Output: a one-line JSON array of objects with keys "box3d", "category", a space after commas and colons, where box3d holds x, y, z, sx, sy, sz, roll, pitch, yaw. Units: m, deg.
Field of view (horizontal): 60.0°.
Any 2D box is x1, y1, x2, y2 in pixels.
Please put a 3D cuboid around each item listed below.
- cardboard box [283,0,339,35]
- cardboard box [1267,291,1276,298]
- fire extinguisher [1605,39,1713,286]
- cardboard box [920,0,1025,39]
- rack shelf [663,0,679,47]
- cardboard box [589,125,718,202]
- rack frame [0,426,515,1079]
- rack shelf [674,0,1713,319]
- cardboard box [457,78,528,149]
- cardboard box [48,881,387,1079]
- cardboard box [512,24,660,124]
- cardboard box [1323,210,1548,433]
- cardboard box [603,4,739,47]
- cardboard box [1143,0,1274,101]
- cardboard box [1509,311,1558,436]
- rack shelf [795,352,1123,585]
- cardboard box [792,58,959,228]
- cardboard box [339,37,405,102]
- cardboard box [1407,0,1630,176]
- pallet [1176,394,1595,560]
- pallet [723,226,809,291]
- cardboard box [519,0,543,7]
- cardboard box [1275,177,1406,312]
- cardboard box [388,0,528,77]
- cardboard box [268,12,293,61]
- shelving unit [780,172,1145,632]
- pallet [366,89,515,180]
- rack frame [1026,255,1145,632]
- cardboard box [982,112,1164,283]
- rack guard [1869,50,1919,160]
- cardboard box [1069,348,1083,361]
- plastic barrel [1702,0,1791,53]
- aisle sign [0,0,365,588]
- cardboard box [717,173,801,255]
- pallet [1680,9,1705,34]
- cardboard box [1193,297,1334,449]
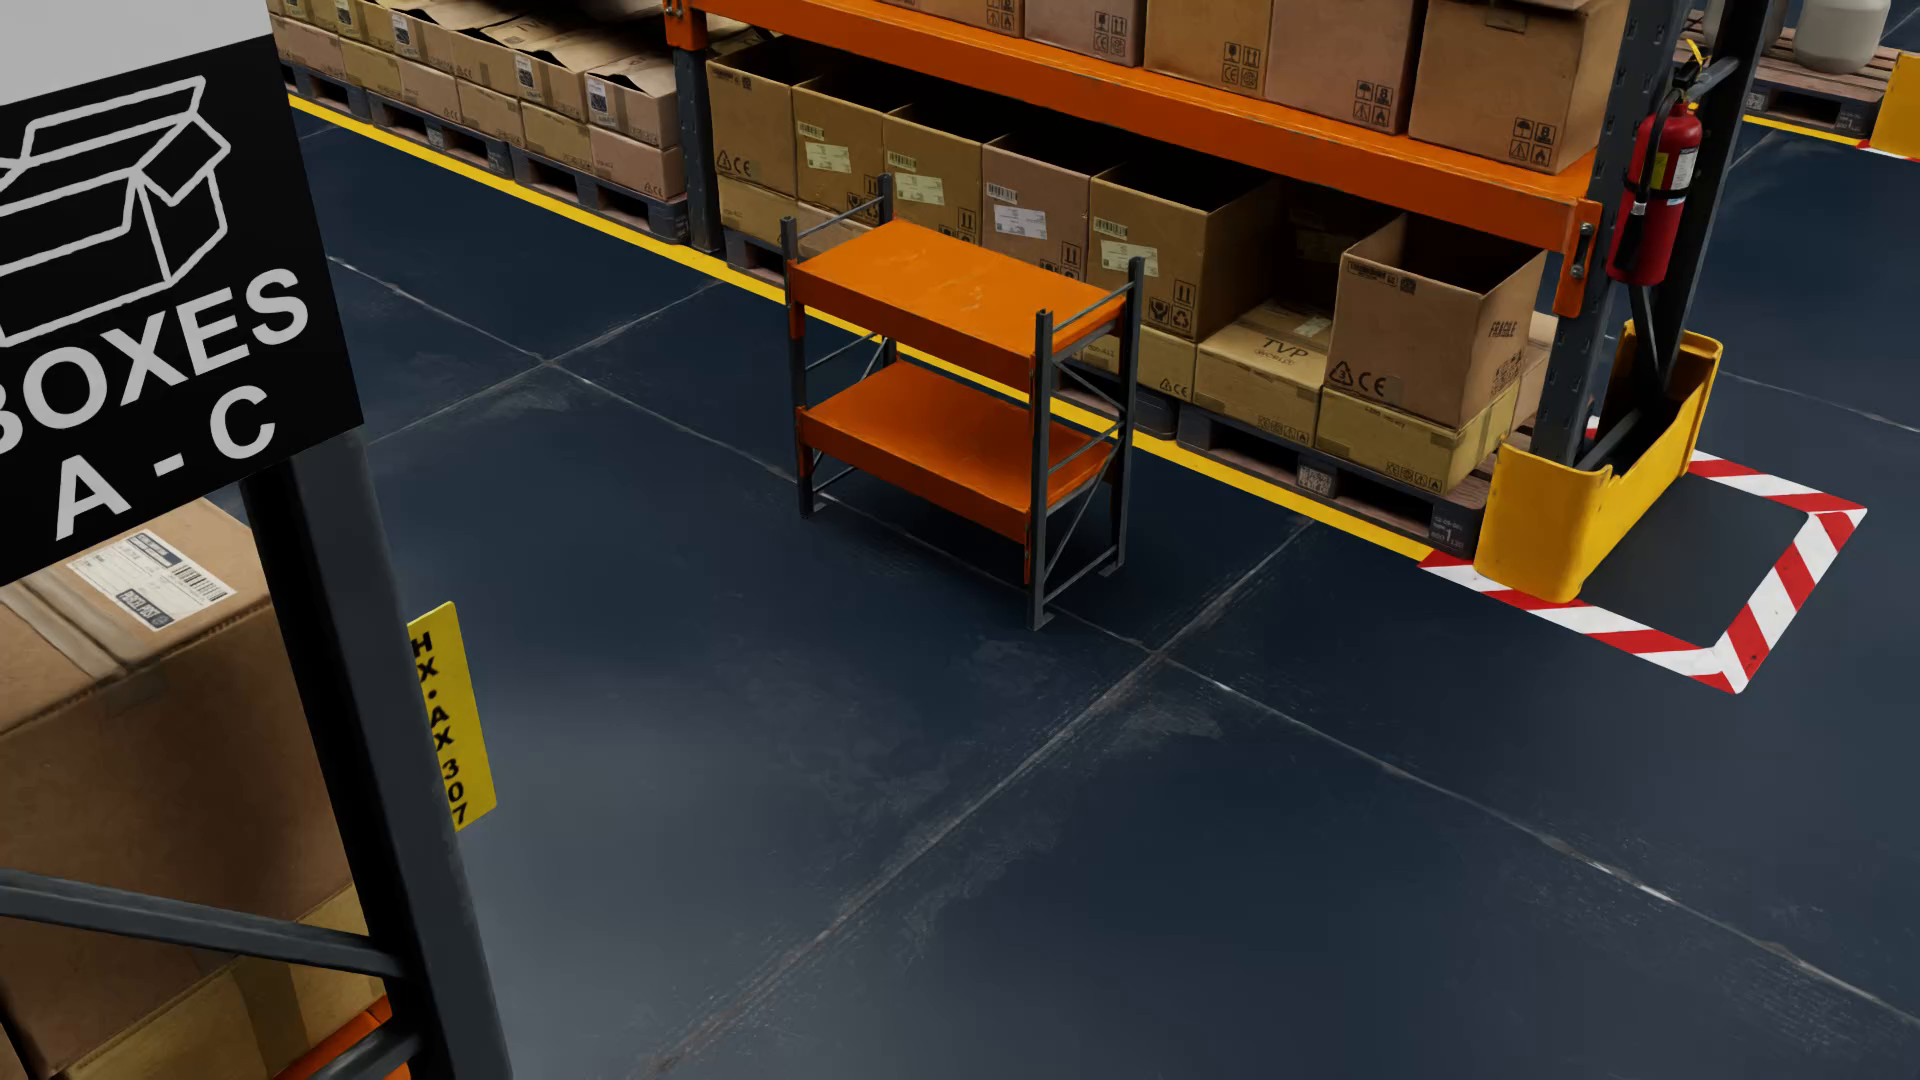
[{"box3d": [-3.330, -3.002, 9.033, 0.500, 0.311, 0.500, 24, 41, 31], "category": "cardboard box"}, {"box3d": [1.154, -1.029, 6.656, 0.500, 0.250, 0.500, 25, 42, 32], "category": "cardboard box"}, {"box3d": [1.988, -1.060, 4.713, 0.183, 0.674, 0.296, 25, 42, 32], "category": "fire extinguisher"}, {"box3d": [0.258, -2.298, 6.358, 0.500, 0.500, 0.700, 26, 42, 32], "category": "cardboard box"}, {"box3d": [-2.417, -3.214, 8.416, 4.000, 0.370, 1.077, 25, 42, 32], "category": "rack shelf"}, {"box3d": [-1.384, -1.850, 7.852, 0.500, 0.250, 0.500, 25, 42, 31], "category": "cardboard box"}, {"box3d": [-0.970, 0.818, 1.909, 0.053, 2.616, 0.949, 25, 42, 32], "category": "rack frame"}, {"box3d": [0.657, -1.765, 6.306, 4.000, 0.370, 1.077, 25, 42, 32], "category": "rack shelf"}, {"box3d": [-2.165, -2.219, 8.389, 0.500, 0.250, 0.500, 26, 42, 33], "category": "cardboard box"}, {"box3d": [-1.144, 0.558, 2.402, 0.500, 0.250, 0.500, 24, 41, 31], "category": "cardboard box"}, {"box3d": [-1.779, -2.264, 7.960, 0.500, 0.311, 0.500, 27, 42, 33], "category": "cardboard box"}, {"box3d": [1.592, -0.751, 5.589, 0.500, 0.500, 0.500, 25, 42, 32], "category": "cardboard box"}, {"box3d": [-1.420, -2.498, 8.301, 0.500, 0.311, 0.500, 25, 42, 31], "category": "cardboard box"}, {"box3d": [1.059, -1.923, 5.813, 0.500, 0.500, 0.700, 26, 42, 32], "category": "cardboard box"}, {"box3d": [1.924, -0.668, 6.131, 0.500, 0.250, 0.500, 25, 42, 32], "category": "cardboard box"}, {"box3d": [-0.005, -0.265, 5.574, 1.000, 0.278, 0.538, 25, 42, 32], "category": "rack shelf"}, {"box3d": [-0.335, -1.653, 6.903, 0.500, 0.500, 0.500, 25, 42, 32], "category": "cardboard box"}, {"box3d": [-2.949, -2.590, 8.929, 0.500, 0.250, 0.500, 24, 41, 31], "category": "cardboard box"}, {"box3d": [1.844, -1.553, 5.273, 0.500, 0.500, 0.700, 25, 42, 32], "category": "cardboard box"}, {"box3d": [1.580, -0.446, 6.214, 1.213, 0.211, 1.003, 25, 42, 32], "category": "pallet"}, {"box3d": [-0.296, -1.330, 7.500, 1.213, 0.211, 1.003, 25, 42, 32], "category": "pallet"}, {"box3d": [-2.221, -2.871, 8.844, 0.500, 0.311, 0.500, 27, 42, 33], "category": "cardboard box"}, {"box3d": [1.539, -1.157, 6.181, 0.500, 0.500, 0.500, 25, 42, 32], "category": "cardboard box"}, {"box3d": [-2.544, -2.630, 8.492, 0.500, 0.311, 0.500, 25, 41, 31], "category": "cardboard box"}, {"box3d": [-3.739, -2.957, 9.464, 0.500, 0.250, 0.500, 25, 42, 32], "category": "cardboard box"}, {"box3d": [-0.005, -0.466, 5.435, 1.048, 1.125, 0.538, 25, 42, 32], "category": "shelving unit"}, {"box3d": [-2.413, -2.328, 8.954, 1.213, 0.211, 1.003, 25, 42, 32], "category": "pallet"}, {"box3d": [0.385, -0.282, 5.167, 0.032, 1.125, 0.500, 25, 42, 32], "category": "rack frame"}, {"box3d": [0.430, -1.288, 6.372, 0.500, 0.500, 0.500, 25, 42, 32], "category": "cardboard box"}, {"box3d": [5.278, -2.467, 8.901, 0.348, 0.500, 1.175, 25, 42, 32], "category": "rack guard"}, {"box3d": [0.432, -0.981, 6.586, 0.500, 0.250, 0.500, 25, 42, 32], "category": "cardboard box"}, {"box3d": [4.426, -3.025, 9.332, 0.421, 0.512, 0.421, 0, 34, 0], "category": "plastic barrel"}, {"box3d": [-0.725, -0.357, 1.323, 0.004, 0.787, 0.394, 25, 42, 32], "category": "aisle sign"}, {"box3d": [-0.718, -1.526, 7.380, 0.500, 0.250, 0.500, 25, 42, 32], "category": "cardboard box"}, {"box3d": [3.723, -3.087, 10.059, 1.213, 0.211, 1.003, 25, 42, 32], "category": "pallet"}, {"box3d": [1.201, -0.618, 6.059, 0.500, 0.250, 0.500, 25, 42, 32], "category": "cardboard box"}]
